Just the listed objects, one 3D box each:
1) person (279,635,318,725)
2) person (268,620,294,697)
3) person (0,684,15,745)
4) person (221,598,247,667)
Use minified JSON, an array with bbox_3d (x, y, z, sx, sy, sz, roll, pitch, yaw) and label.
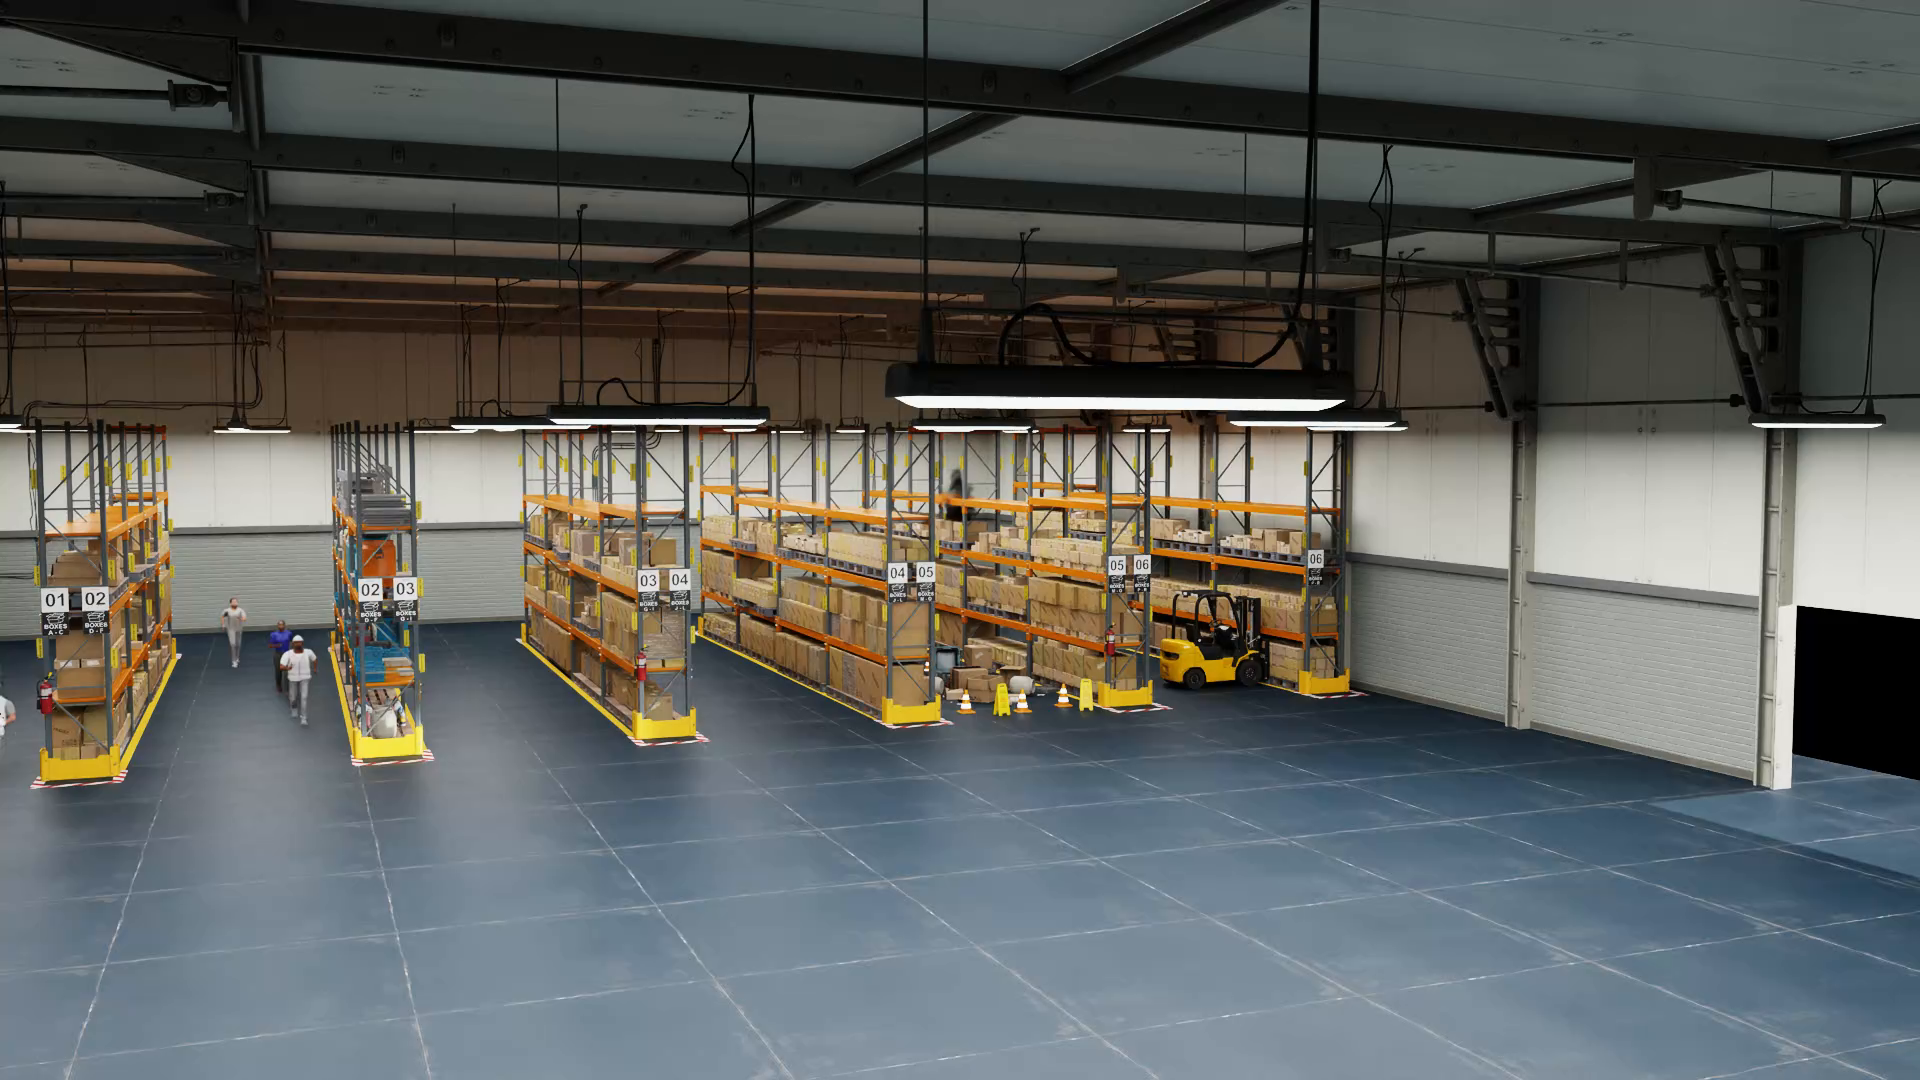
[{"bbox_3d":[-13.122,2.764,33.014,0.714,1.746,0.972,-1,4,-23],"label":"person"},{"bbox_3d":[-14.888,2.580,36.525,0.575,1.657,0.909,-2,4,-28],"label":"person"},{"bbox_3d":[-15.655,3.166,26.872,0.697,1.795,0.928,-3,5,-38],"label":"person"},{"bbox_3d":[-18.086,2.279,41.452,0.552,1.695,0.903,-2,4,-34],"label":"person"}]
